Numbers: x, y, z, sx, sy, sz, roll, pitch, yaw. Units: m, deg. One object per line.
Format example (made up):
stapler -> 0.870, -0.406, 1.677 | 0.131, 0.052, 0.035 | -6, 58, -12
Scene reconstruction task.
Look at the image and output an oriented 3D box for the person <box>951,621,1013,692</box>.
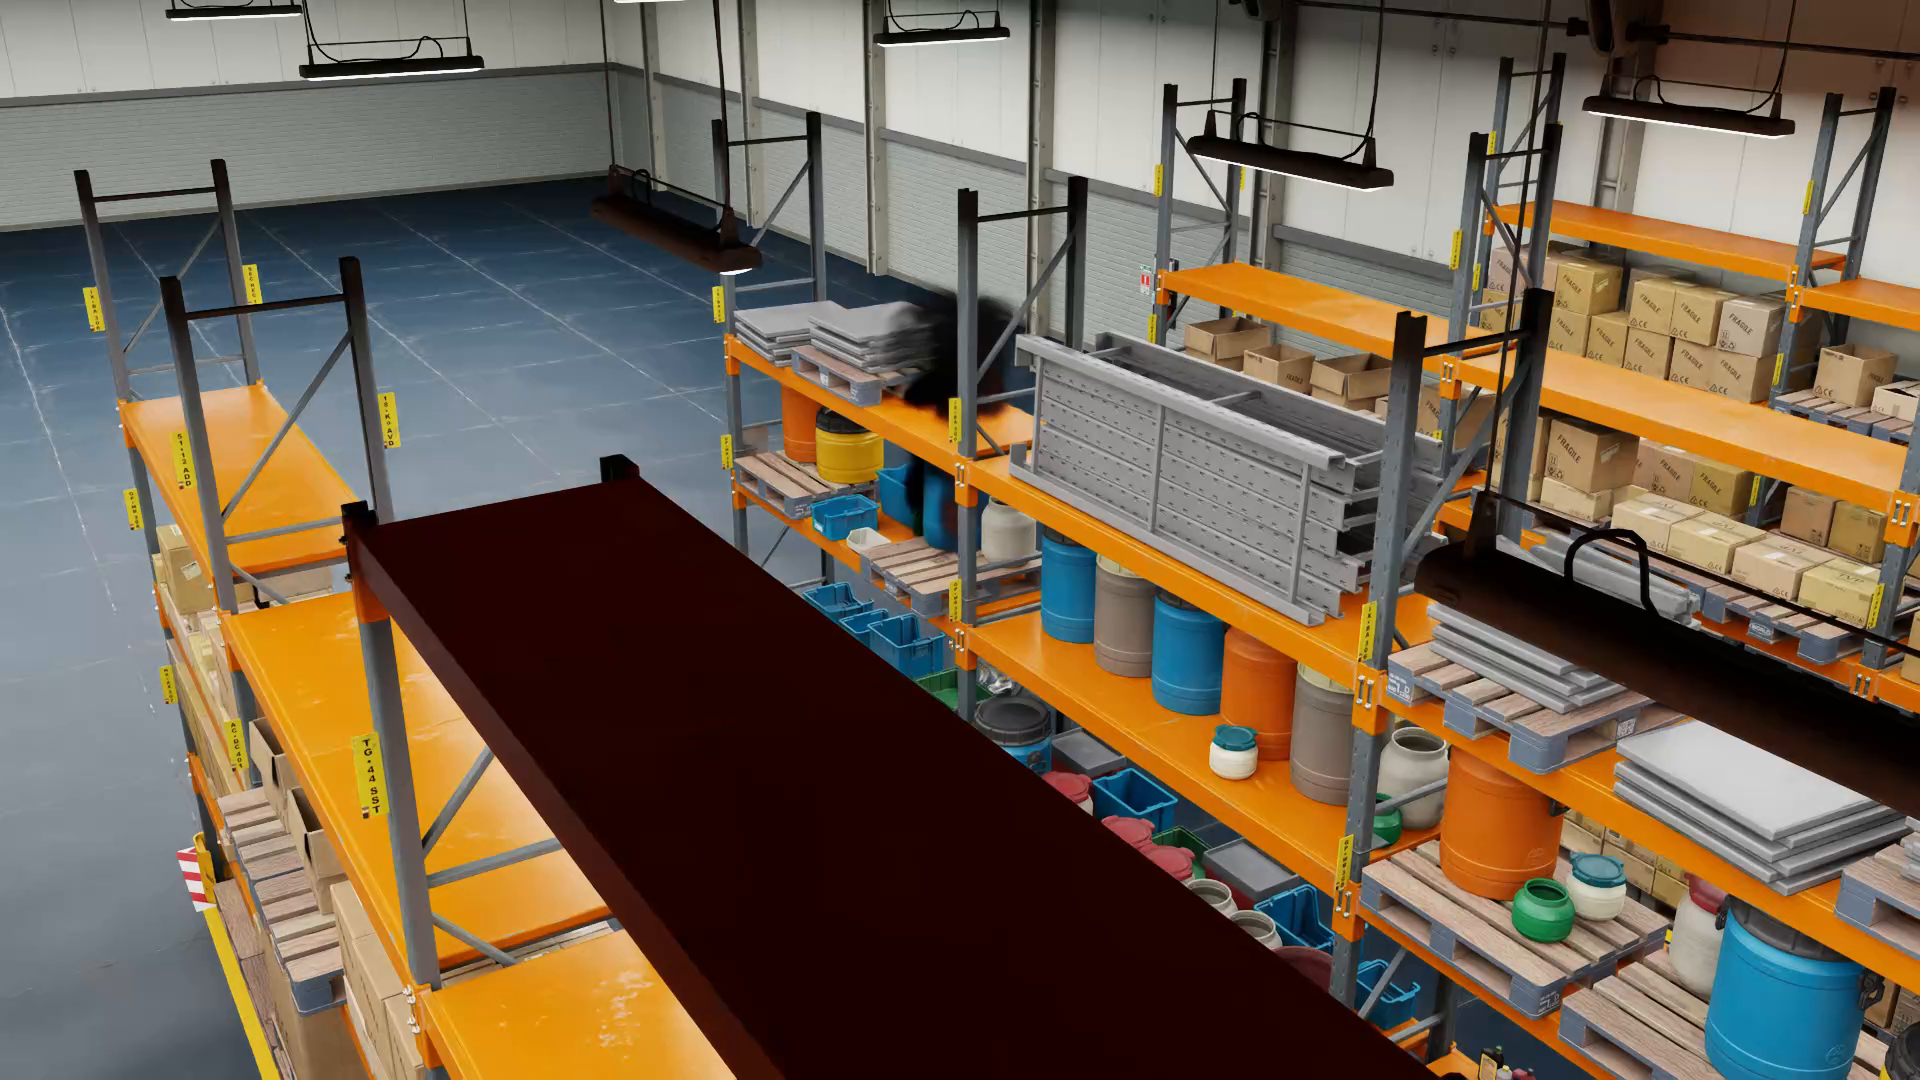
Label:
person -> 0.138, 0.862, 17.283 | 0.853, 1.437, 0.576 | 3, 22, 7
